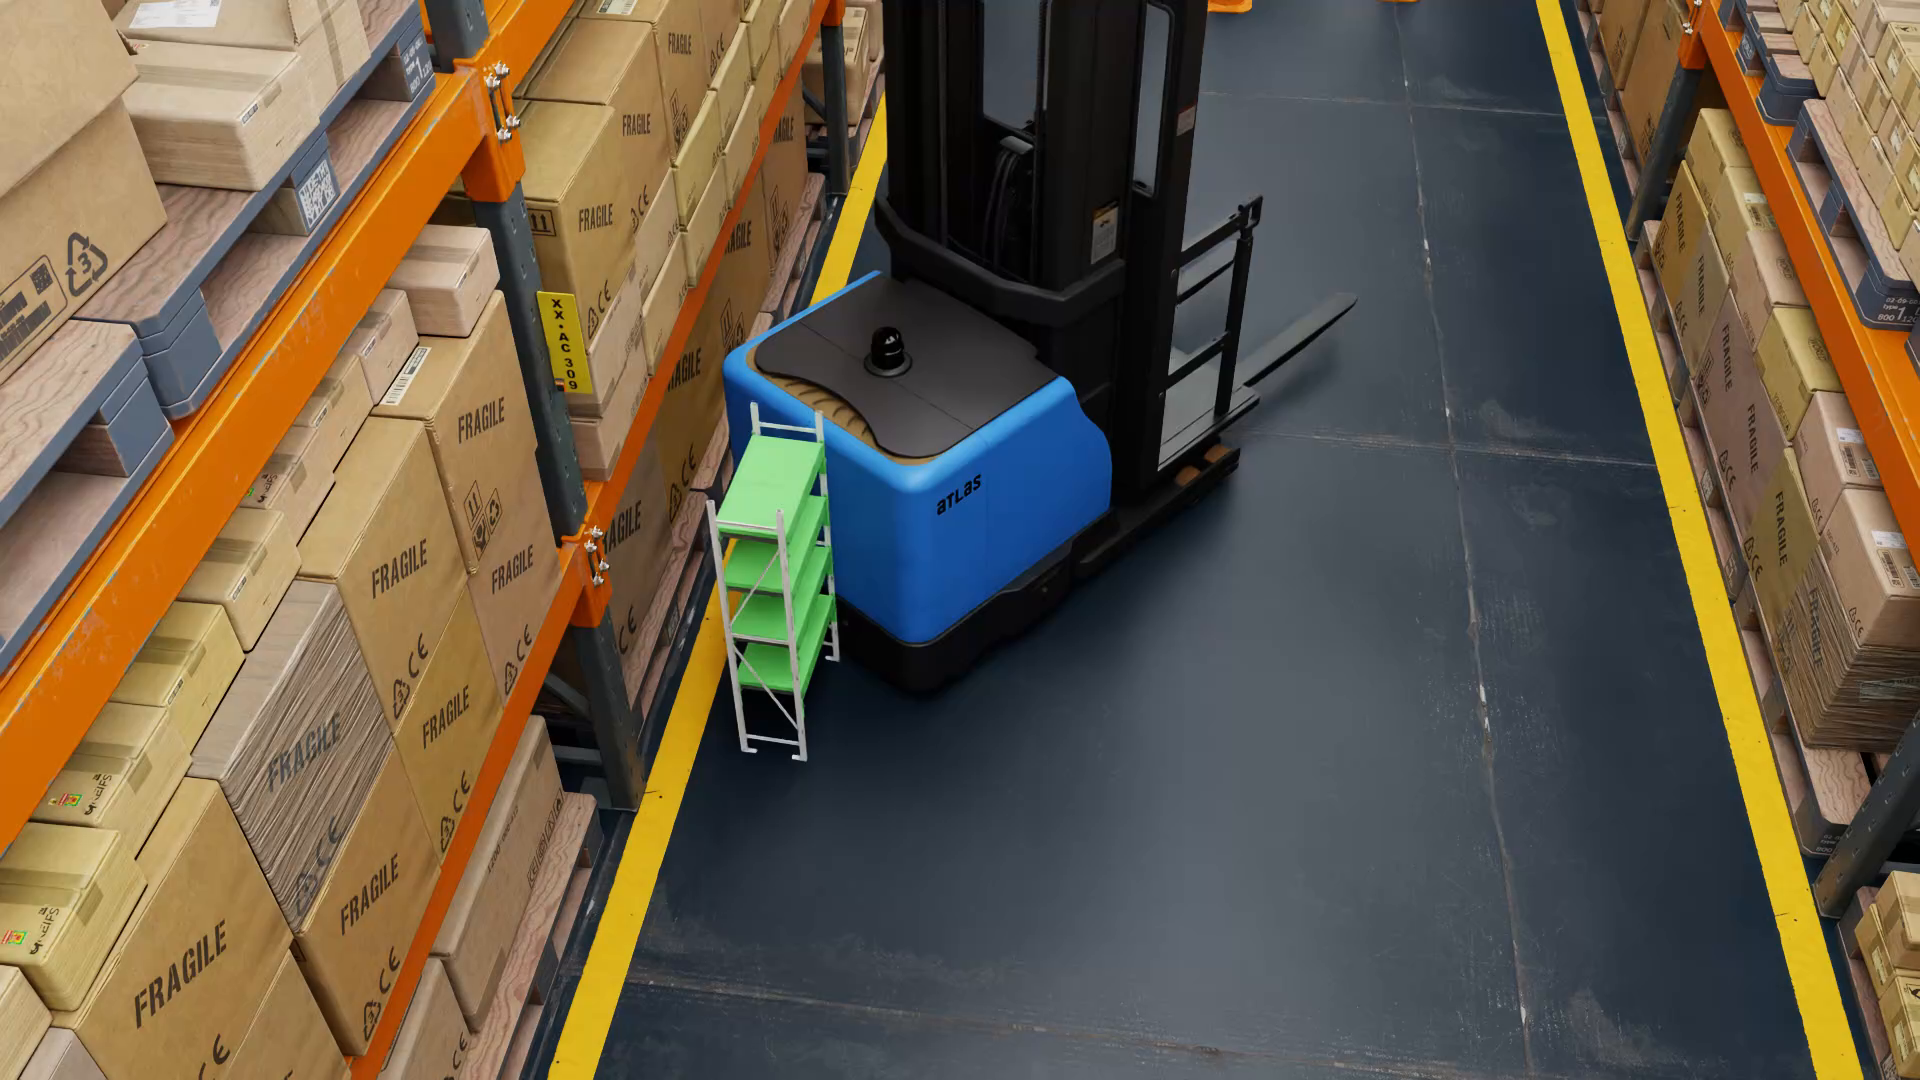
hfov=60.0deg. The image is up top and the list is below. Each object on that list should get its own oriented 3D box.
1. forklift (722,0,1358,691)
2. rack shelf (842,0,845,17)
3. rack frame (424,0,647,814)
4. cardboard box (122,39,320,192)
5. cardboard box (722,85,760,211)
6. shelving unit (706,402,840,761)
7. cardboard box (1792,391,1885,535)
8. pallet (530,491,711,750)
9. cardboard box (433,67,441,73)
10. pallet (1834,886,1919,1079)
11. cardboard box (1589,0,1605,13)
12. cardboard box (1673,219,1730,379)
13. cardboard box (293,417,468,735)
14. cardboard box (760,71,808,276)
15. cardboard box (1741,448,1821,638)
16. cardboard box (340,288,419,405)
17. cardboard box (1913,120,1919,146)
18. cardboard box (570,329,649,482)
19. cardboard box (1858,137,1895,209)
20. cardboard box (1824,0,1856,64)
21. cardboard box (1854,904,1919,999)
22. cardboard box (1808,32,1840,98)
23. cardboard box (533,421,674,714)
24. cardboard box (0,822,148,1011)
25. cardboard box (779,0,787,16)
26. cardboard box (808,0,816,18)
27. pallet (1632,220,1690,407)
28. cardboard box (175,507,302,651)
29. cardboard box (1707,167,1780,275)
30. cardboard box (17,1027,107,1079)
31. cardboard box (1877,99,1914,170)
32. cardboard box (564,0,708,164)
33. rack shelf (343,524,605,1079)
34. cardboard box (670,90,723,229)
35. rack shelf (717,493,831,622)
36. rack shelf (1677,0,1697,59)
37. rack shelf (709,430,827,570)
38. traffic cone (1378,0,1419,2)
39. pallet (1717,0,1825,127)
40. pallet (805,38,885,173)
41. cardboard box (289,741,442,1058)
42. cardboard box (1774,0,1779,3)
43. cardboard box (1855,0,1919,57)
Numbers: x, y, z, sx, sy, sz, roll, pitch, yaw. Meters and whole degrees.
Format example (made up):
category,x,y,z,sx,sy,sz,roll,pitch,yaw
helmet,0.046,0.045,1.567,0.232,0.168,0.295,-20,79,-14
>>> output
category,x,y,z,sx,sy,sz,roll,pitch,yaw
forklift,0.527,-1.428,6.126,1.130,2.935,3.031,34,53,30
rack shelf,-0.809,-4.057,9.376,1.077,0.370,4.000,5,44,6
rack frame,-1.603,-0.229,4.810,1.000,3.000,0.127,5,44,6
cardboard box,-1.405,-0.771,3.006,0.380,0.149,0.250,6,44,7
cardboard box,-1.057,-1.491,6.252,0.500,0.250,0.500,5,44,5
shelving unit,-0.617,0.167,5.701,0.258,1.200,0.503,7,44,8
cardboard box,3.246,-0.245,5.794,0.500,0.250,0.500,7,44,7
pallet,-1.575,0.251,6.331,1.003,0.211,1.213,5,44,6
cardboard box,-1.731,-1.309,5.151,0.500,0.500,0.500,6,44,6
pallet,3.264,1.626,4.880,1.003,0.211,1.213,5,44,6
cardboard box,4.251,-3.547,9.645,1.050,0.750,0.750,5,44,6
cardboard box,3.437,-1.017,7.155,0.500,0.500,0.500,6,44,6
cardboard box,-1.466,0.063,3.701,0.500,0.500,0.500,5,44,5
cardboard box,-1.247,-1.873,7.786,0.875,0.875,0.875,5,44,5
cardboard box,3.234,0.030,6.049,0.500,0.500,0.500,4,44,5
cardboard box,-1.470,-0.455,3.777,0.380,0.149,0.250,6,44,7
cardboard box,3.350,-1.305,5.391,0.380,0.149,0.250,3,44,4
cardboard box,-1.283,-0.450,5.153,0.500,0.250,0.500,4,44,5
cardboard box,3.378,-1.268,5.784,0.380,0.149,0.250,4,44,4
cardboard box,3.484,-1.893,6.228,0.380,0.149,0.250,5,44,6
cardboard box,2.951,1.254,5.012,0.380,0.149,0.250,3,44,4
cardboard box,3.482,-1.798,6.344,0.380,0.149,0.250,7,44,7
cardboard box,-1.600,-0.040,5.850,0.875,0.875,0.875,6,44,7
cardboard box,-1.563,0.592,2.671,0.380,0.149,0.250,4,44,4
cardboard box,-0.950,-2.379,6.826,0.500,0.250,0.500,4,44,4
cardboard box,-0.883,-2.532,7.352,0.500,0.250,0.500,4,44,4
pallet,3.741,-1.029,7.683,1.003,0.211,1.213,5,44,6
cardboard box,-1.526,0.062,3.231,0.380,0.149,0.250,5,44,5
cardboard box,3.448,-1.297,6.906,0.500,0.250,0.500,5,44,5
cardboard box,-1.664,1.092,2.615,0.500,0.500,0.500,5,44,5
cardboard box,3.383,-1.370,5.676,0.380,0.149,0.250,7,44,7
cardboard box,-1.151,-1.593,5.451,0.500,0.500,0.500,4,44,4
rack shelf,-1.867,1.395,3.618,1.077,0.370,4.000,5,44,6
cardboard box,-1.131,-1.330,5.718,0.500,0.250,0.500,6,44,6
rack shelf,-0.617,0.039,5.580,0.258,0.148,0.480,7,44,8
rack shelf,4.111,-3.676,8.974,1.077,0.370,4.000,5,44,6
rack shelf,-0.617,-0.135,5.415,0.258,0.148,0.480,7,44,8
traffic cone,2.701,-3.602,10.218,0.336,0.463,0.334,5,44,6
pallet,3.858,-2.009,6.829,1.213,0.211,1.003,5,44,6
pallet,-0.969,-2.475,9.210,1.003,0.211,1.213,5,44,6
cardboard box,-1.525,0.769,3.683,0.500,0.500,0.500,5,44,5
cardboard box,3.587,-2.349,6.926,0.380,0.149,0.250,5,44,5
cardboard box,3.454,-1.839,5.955,0.380,0.149,0.250,7,44,7
